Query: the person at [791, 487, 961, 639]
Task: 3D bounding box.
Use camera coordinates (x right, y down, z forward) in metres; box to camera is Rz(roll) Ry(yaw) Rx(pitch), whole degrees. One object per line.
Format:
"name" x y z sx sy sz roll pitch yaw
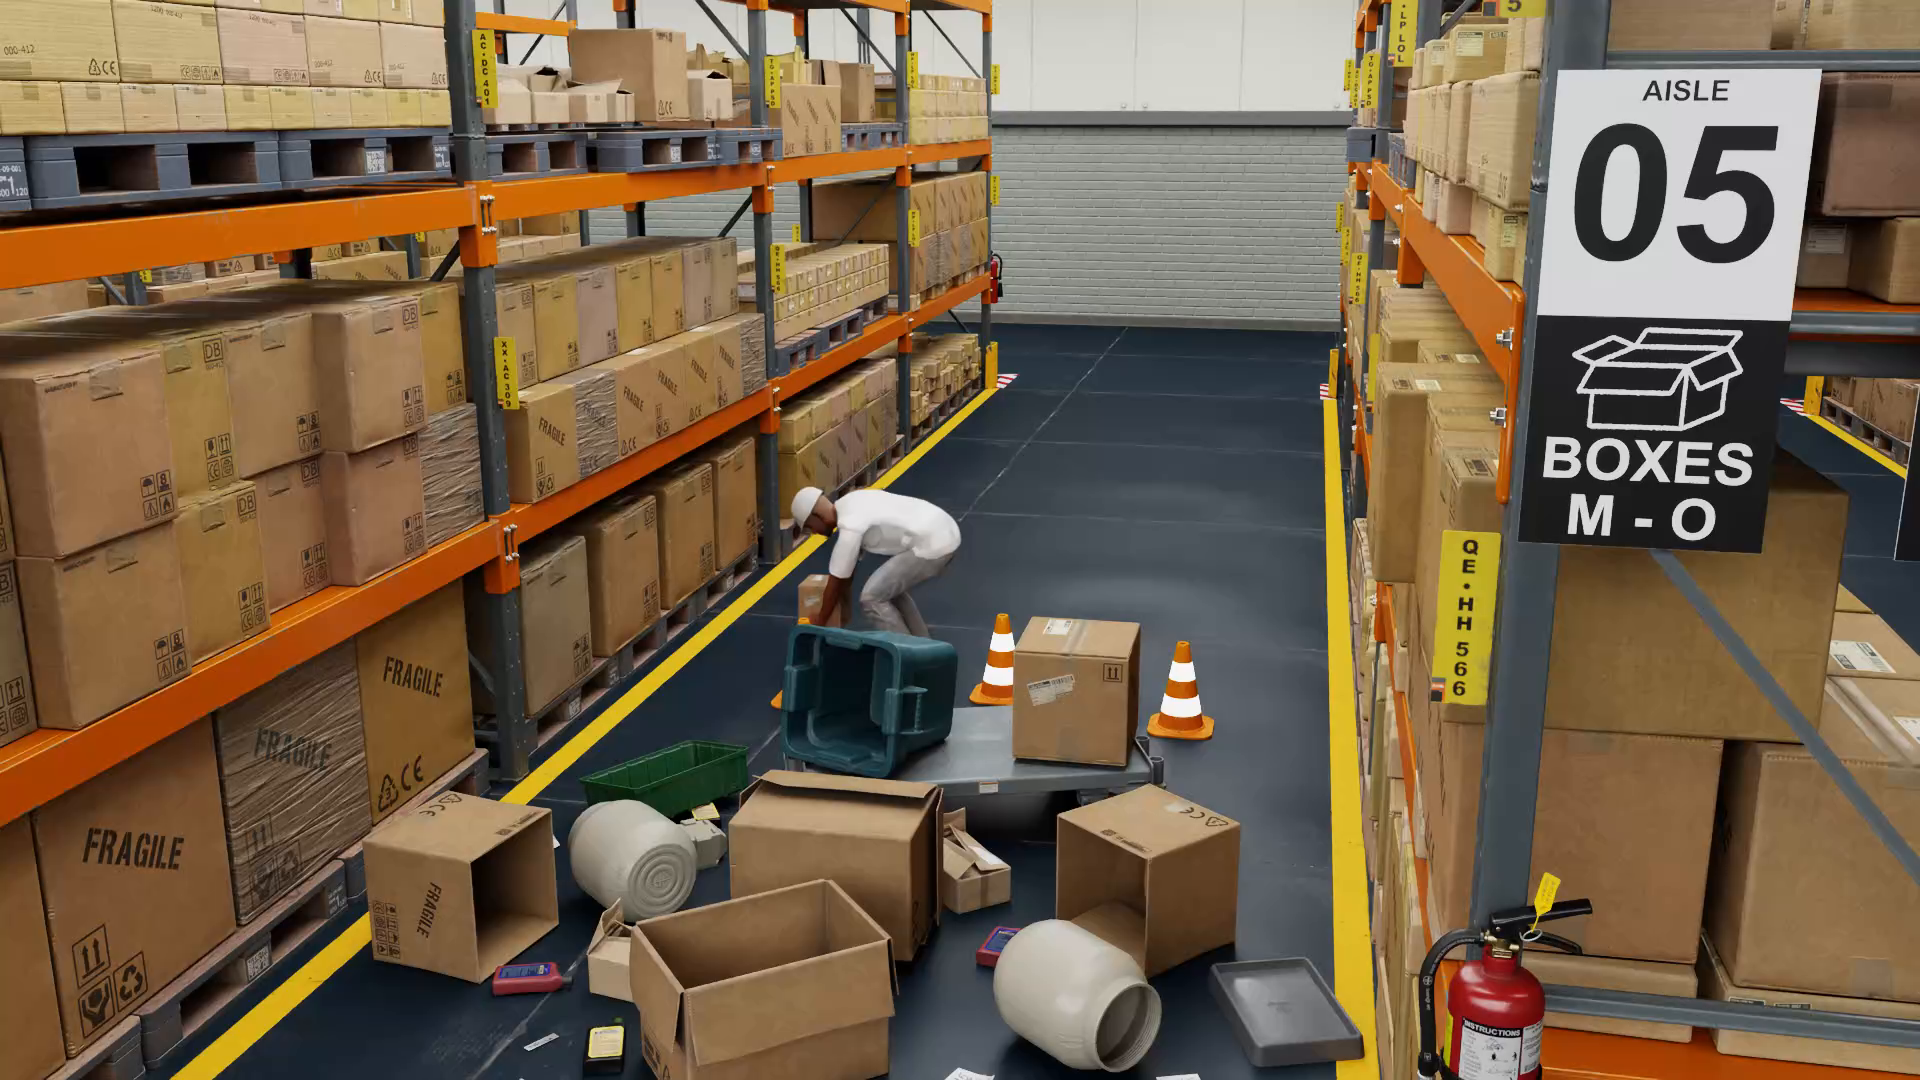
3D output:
"person" -0.483 0.223 9.524 0.966 1.052 0.515 2 15 9
